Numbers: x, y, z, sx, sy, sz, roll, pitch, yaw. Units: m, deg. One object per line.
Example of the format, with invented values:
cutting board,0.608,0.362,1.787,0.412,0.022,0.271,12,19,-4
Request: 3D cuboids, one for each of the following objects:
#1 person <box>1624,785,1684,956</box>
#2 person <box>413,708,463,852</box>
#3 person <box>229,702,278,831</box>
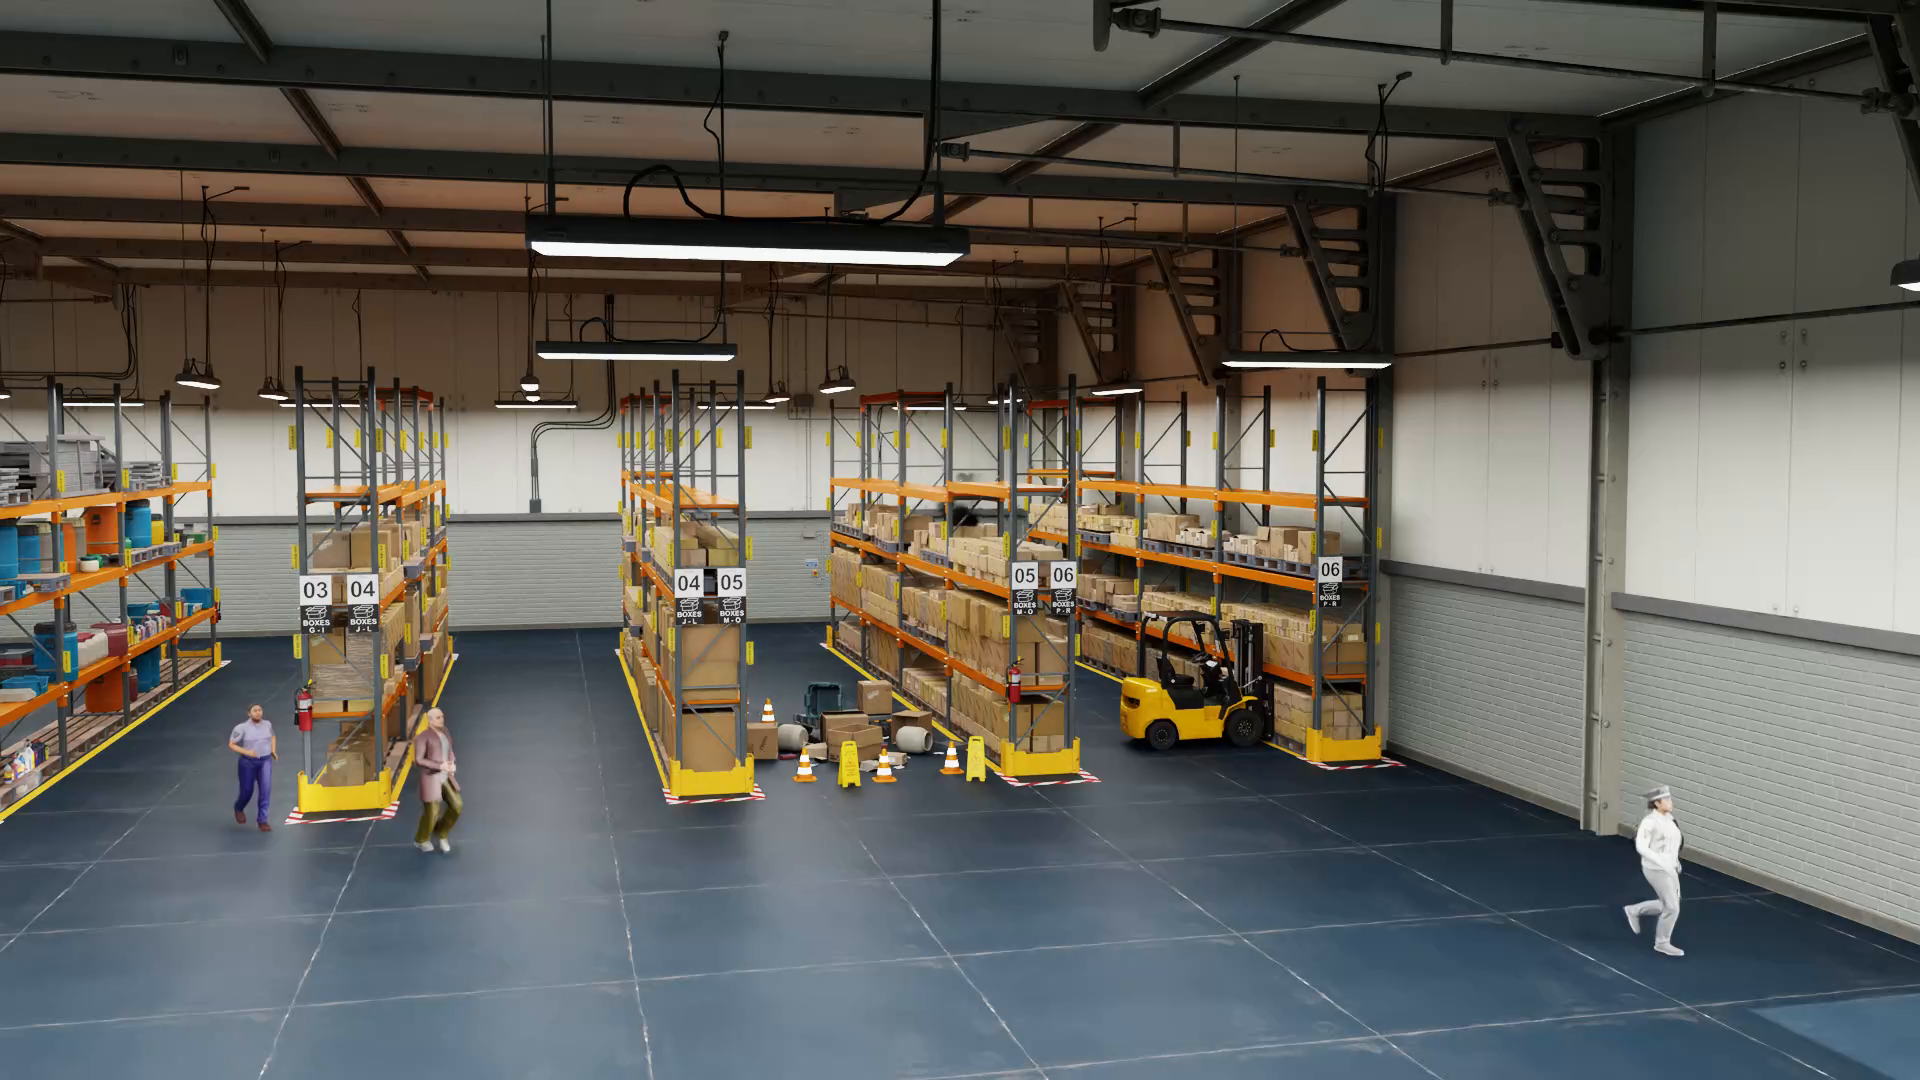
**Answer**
person,6.815,3.200,16.280,0.480,1.652,0.589,-3,5,-44
person,-6.316,2.928,20.161,0.748,1.794,0.733,2,4,29
person,-9.098,2.905,21.452,0.637,1.633,0.791,-3,5,-43
